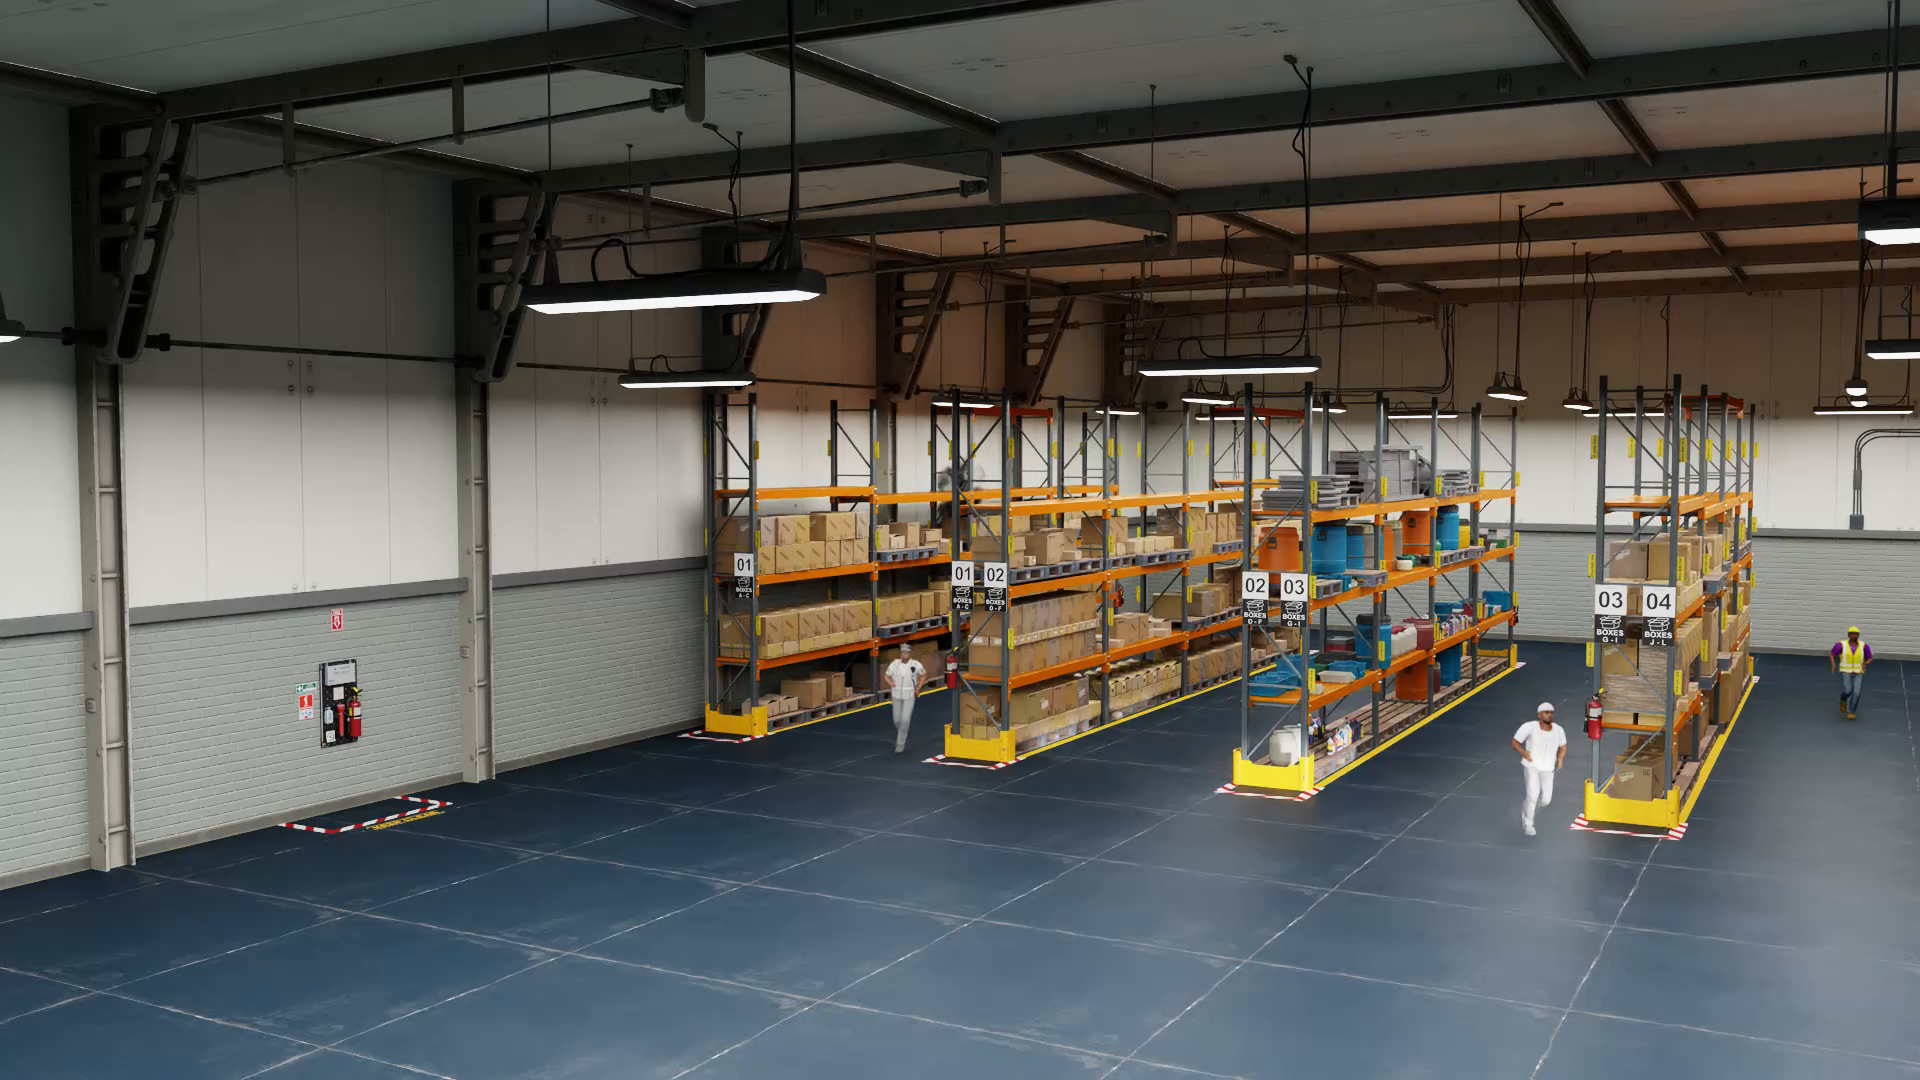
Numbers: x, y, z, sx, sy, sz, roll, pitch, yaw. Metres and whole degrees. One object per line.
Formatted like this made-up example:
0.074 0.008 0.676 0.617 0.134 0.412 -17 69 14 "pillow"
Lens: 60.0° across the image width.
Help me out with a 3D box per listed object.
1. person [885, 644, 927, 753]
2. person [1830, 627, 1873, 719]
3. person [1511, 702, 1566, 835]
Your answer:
-0.921 2.629 27.830 0.691 1.825 0.836 1 3 12 "person"
16.583 2.470 30.913 0.705 1.722 0.578 1 3 20 "person"
7.612 2.976 21.828 0.733 1.710 0.636 0 3 1 "person"
